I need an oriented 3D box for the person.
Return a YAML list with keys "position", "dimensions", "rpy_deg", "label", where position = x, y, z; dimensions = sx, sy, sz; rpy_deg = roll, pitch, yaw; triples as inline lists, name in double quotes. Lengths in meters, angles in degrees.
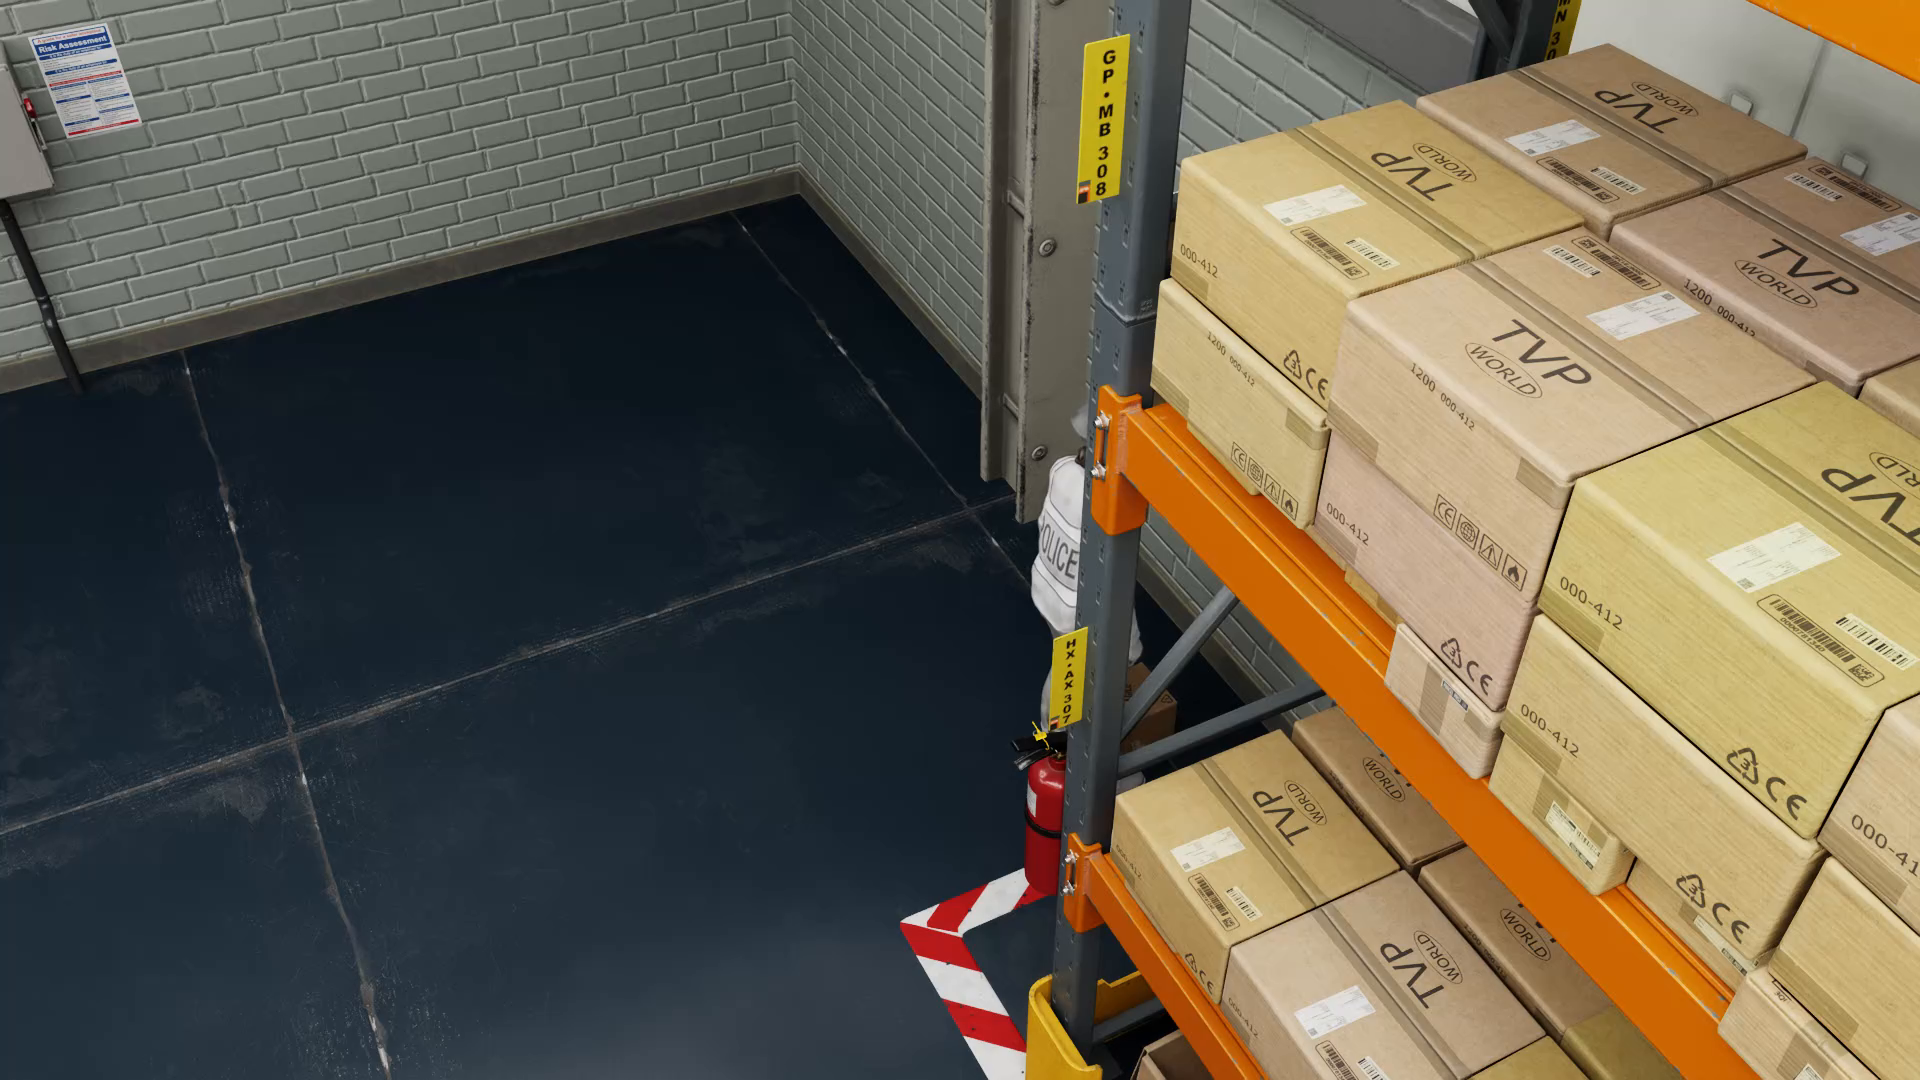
- position: [0.457, 0.233, 5.893]
  dimensions: [0.371, 1.663, 0.529]
  rpy_deg: [-19, 45, -20]
  label: "person"
